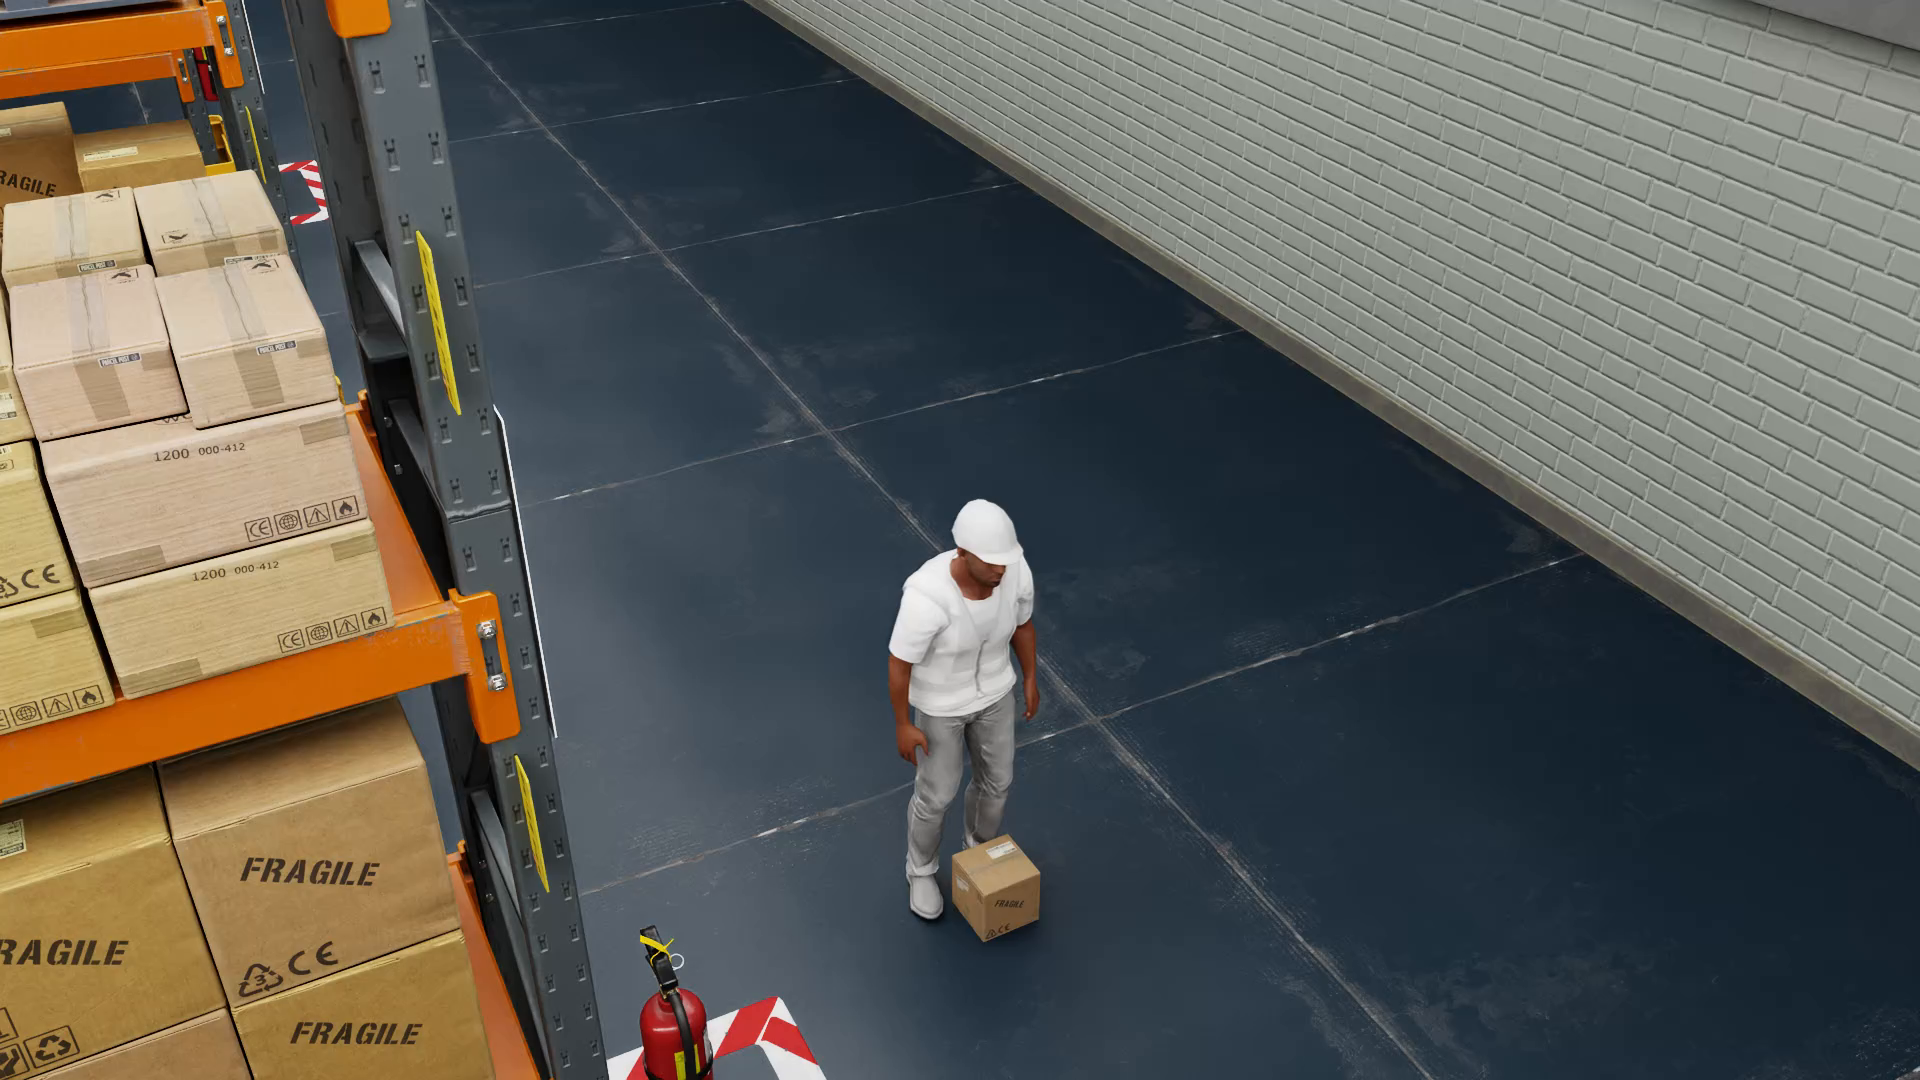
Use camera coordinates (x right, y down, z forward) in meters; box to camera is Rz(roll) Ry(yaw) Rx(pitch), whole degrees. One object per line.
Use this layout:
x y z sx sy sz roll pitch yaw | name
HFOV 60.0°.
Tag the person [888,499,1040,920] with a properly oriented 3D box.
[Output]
0.031 0.600 6.195 0.633 1.759 0.462 -18 37 -26 | person
